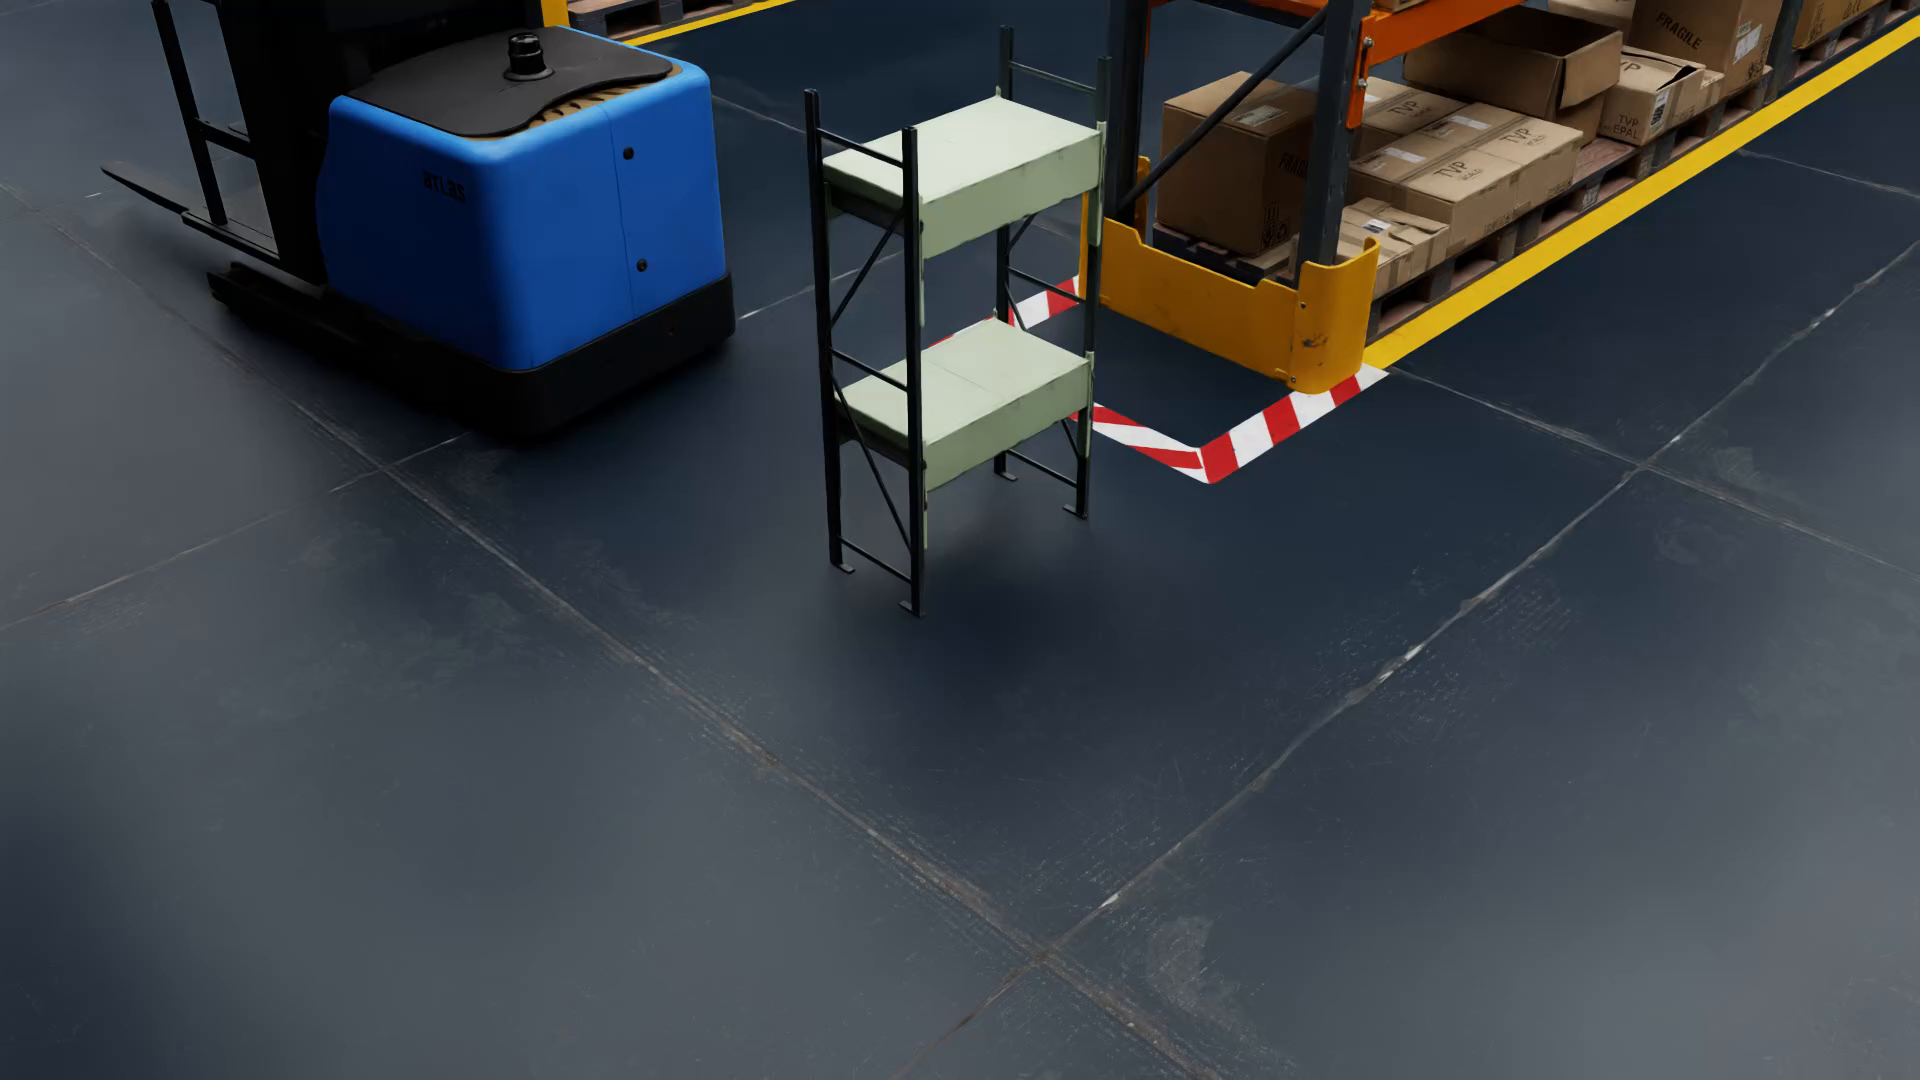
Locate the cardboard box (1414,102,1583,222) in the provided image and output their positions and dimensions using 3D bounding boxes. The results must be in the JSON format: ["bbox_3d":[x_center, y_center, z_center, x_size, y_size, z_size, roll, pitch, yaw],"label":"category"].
[{"bbox_3d":[2.216,-1.579,6.910,0.500,0.250,0.500,30,45,35],"label":"cardboard box"}]

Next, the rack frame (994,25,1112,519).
[{"bbox_3d":[0.263,-0.766,5.038,0.400,1.500,0.023,30,45,35],"label":"rack frame"}]

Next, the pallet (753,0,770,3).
[{"bbox_3d":[-1.117,-3.680,10.342,1.003,0.211,1.213,30,45,35],"label":"pallet"}]

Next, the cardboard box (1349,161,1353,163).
[{"bbox_3d":[1.485,-1.480,6.842,0.380,0.166,0.250,30,45,35],"label":"cardboard box"}]

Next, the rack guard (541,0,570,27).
[{"bbox_3d":[-2.593,-2.971,9.073,1.175,0.500,0.348,30,45,35],"label":"rack guard"}]

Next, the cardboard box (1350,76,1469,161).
[{"bbox_3d":[1.826,-1.760,7.170,0.500,0.250,0.500,30,45,35],"label":"cardboard box"}]

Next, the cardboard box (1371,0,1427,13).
[{"bbox_3d":[1.427,-2.129,5.592,0.500,0.500,0.500,-29,44,-35],"label":"cardboard box"}]

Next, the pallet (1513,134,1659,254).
[{"bbox_3d":[2.401,-1.717,7.528,1.003,0.211,1.213,30,45,35],"label":"pallet"}]

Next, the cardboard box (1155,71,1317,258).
[{"bbox_3d":[1.135,-1.489,6.563,0.500,0.500,0.500,30,45,35],"label":"cardboard box"}]

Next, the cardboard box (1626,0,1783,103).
[{"bbox_3d":[3.545,-2.447,7.937,0.500,0.500,0.500,30,45,35],"label":"cardboard box"}]

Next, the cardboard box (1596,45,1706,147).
[{"bbox_3d":[3.017,-2.065,7.555,0.500,0.311,0.500,30,45,35],"label":"cardboard box"}]

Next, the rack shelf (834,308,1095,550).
[{"bbox_3d":[0.005,-0.350,5.011,0.431,0.370,0.720,30,45,35],"label":"rack shelf"}]

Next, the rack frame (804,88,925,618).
[{"bbox_3d":[-0.253,-0.469,4.612,0.400,1.500,0.023,30,45,35],"label":"rack frame"}]

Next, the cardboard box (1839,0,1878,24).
[{"bbox_3d":[4.627,-3.112,8.890,0.500,0.500,0.500,-29,44,-35],"label":"cardboard box"}]

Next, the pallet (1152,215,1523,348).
[{"bbox_3d":[1.542,-1.225,6.822,1.003,0.211,1.213,30,45,35],"label":"pallet"}]

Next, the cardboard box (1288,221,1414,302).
[{"bbox_3d":[1.466,-1.056,6.250,0.380,0.149,0.250,30,45,35],"label":"cardboard box"}]

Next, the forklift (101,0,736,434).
[{"bbox_3d":[-2.316,-2.247,5.910,3.031,2.935,1.130,24,42,31],"label":"forklift"}]

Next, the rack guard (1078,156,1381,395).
[{"bbox_3d":[0.981,-1.019,6.274,1.175,0.500,0.348,30,45,35],"label":"rack guard"}]

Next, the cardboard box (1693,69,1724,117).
[{"bbox_3d":[3.324,-2.126,7.785,0.380,0.149,0.250,30,45,35],"label":"cardboard box"}]

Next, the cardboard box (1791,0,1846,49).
[{"bbox_3d":[4.259,-2.891,8.573,0.500,0.500,0.500,27,43,33],"label":"cardboard box"}]

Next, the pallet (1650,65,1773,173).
[{"bbox_3d":[3.261,-2.215,8.242,1.003,0.211,1.213,30,45,35],"label":"pallet"}]

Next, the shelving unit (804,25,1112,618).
[{"bbox_3d":[0.005,-0.618,4.825,0.431,1.500,0.755,30,45,35],"label":"shelving unit"}]

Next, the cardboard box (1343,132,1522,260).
[{"bbox_3d":[1.864,-1.376,6.619,0.500,0.250,0.500,30,45,35],"label":"cardboard box"}]

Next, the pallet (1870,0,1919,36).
[{"bbox_3d":[5.151,-3.337,9.850,1.003,0.211,1.213,30,45,35],"label":"pallet"}]

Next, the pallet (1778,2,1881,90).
[{"bbox_3d":[4.292,-2.839,9.136,1.003,0.211,1.213,30,45,35],"label":"pallet"}]

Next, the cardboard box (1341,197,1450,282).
[{"bbox_3d":[1.642,-1.165,6.390,0.380,0.166,0.250,30,45,35],"label":"cardboard box"}]

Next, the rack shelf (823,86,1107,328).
[{"bbox_3d":[0.005,-0.938,4.602,0.431,0.370,0.720,30,45,35],"label":"rack shelf"}]

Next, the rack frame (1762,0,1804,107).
[{"bbox_3d":[3.745,-3.637,7.843,1.000,3.000,0.127,30,45,35],"label":"rack frame"}]

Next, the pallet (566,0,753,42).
[{"bbox_3d":[-1.977,-3.187,9.635,1.003,0.211,1.213,30,45,35],"label":"pallet"}]

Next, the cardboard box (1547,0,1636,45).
[{"bbox_3d":[3.296,-2.632,8.367,0.500,0.311,0.500,30,45,35],"label":"cardboard box"}]

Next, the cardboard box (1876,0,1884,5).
[{"bbox_3d":[4.984,-3.312,9.177,0.500,0.500,0.500,-29,44,-35],"label":"cardboard box"}]

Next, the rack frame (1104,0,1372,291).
[{"bbox_3d":[0.927,-2.014,5.515,1.000,3.000,0.127,30,45,35],"label":"rack frame"}]

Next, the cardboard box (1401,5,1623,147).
[{"bbox_3d":[2.425,-2.029,7.335,0.797,0.503,0.637,30,45,35],"label":"cardboard box"}]

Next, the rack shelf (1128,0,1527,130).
[{"bbox_3d":[2.336,-2.530,6.885,1.077,0.370,4.000,30,45,35],"label":"rack shelf"}]
